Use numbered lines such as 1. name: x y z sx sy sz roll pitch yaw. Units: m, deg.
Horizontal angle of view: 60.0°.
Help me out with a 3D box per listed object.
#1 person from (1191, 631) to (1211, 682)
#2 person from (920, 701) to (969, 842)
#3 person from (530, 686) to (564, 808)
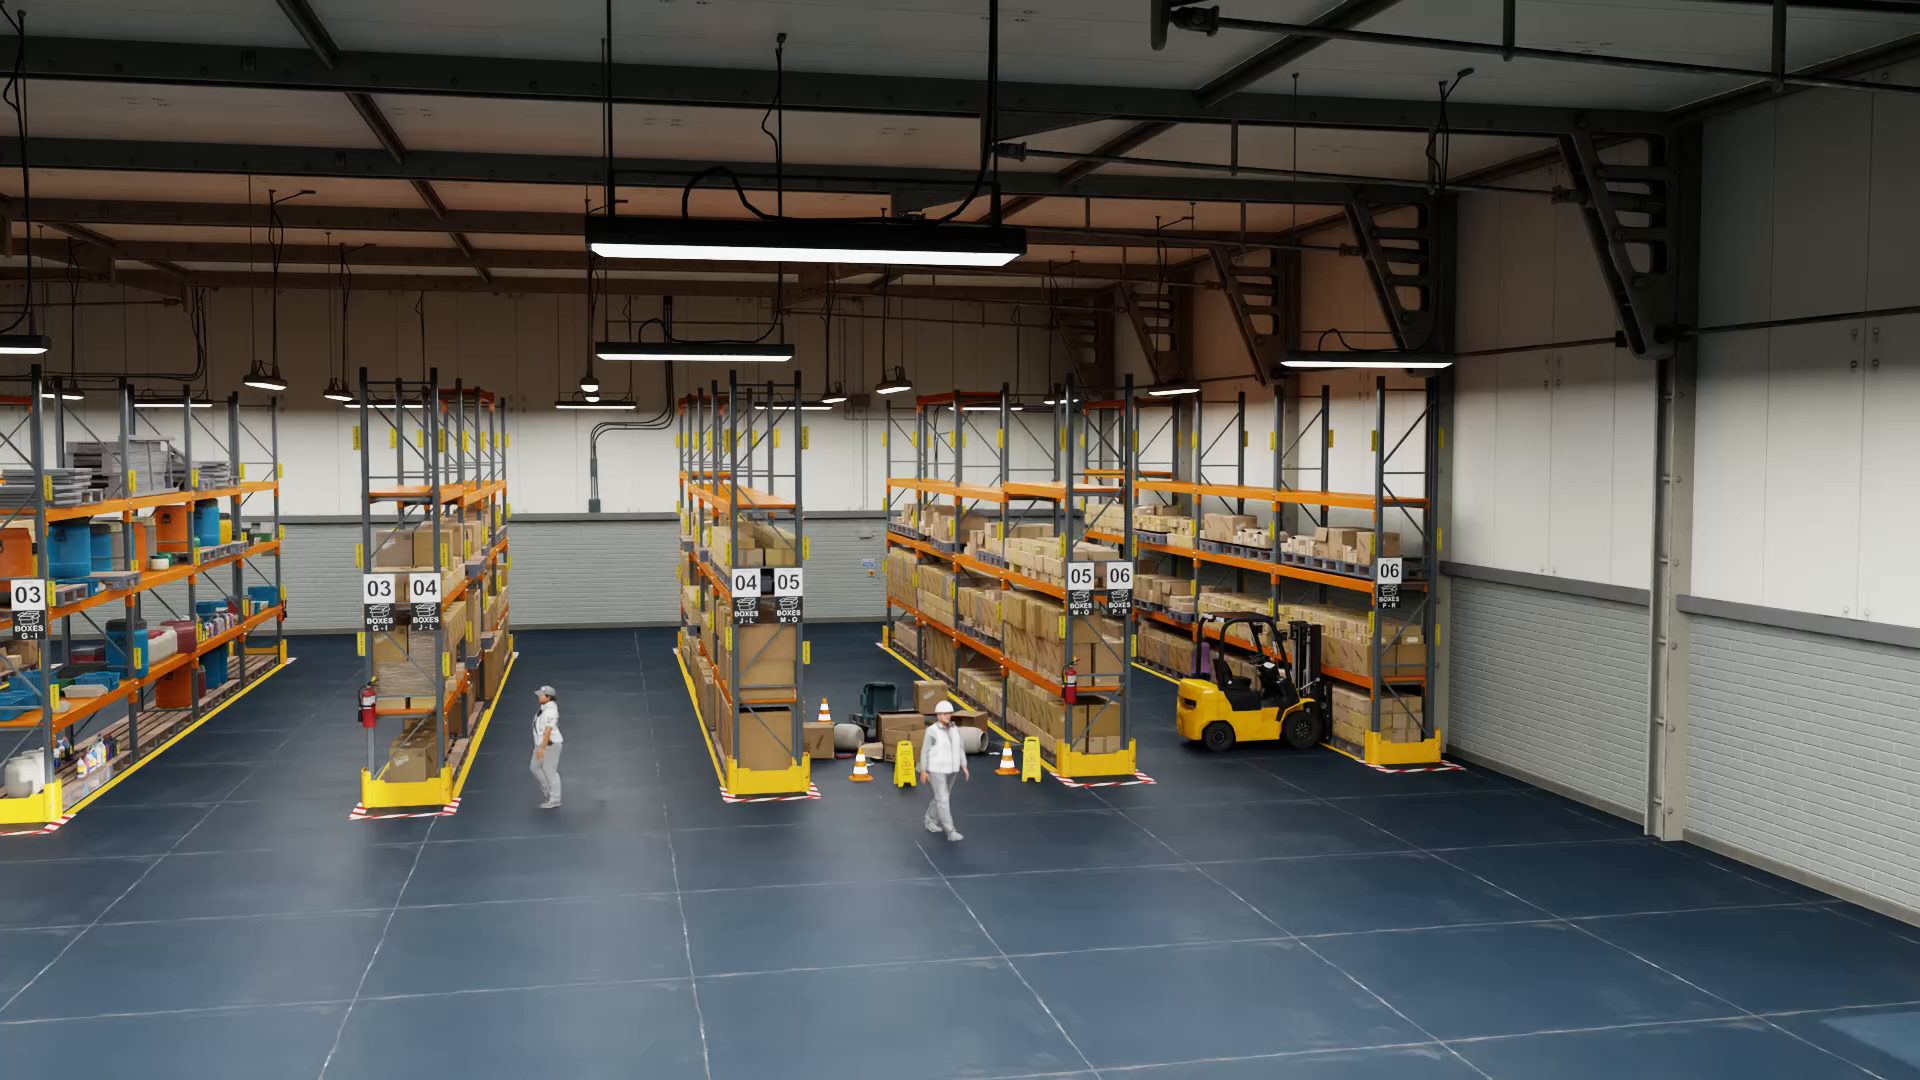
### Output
1. person: 4.382 2.434 30.062 0.425 1.618 0.627 -2 4 -26
2. person: -0.157 2.875 20.834 0.572 1.714 1.053 -3 5 -42
3. person: -5.627 2.849 22.680 0.421 1.735 0.530 -1 4 -23
